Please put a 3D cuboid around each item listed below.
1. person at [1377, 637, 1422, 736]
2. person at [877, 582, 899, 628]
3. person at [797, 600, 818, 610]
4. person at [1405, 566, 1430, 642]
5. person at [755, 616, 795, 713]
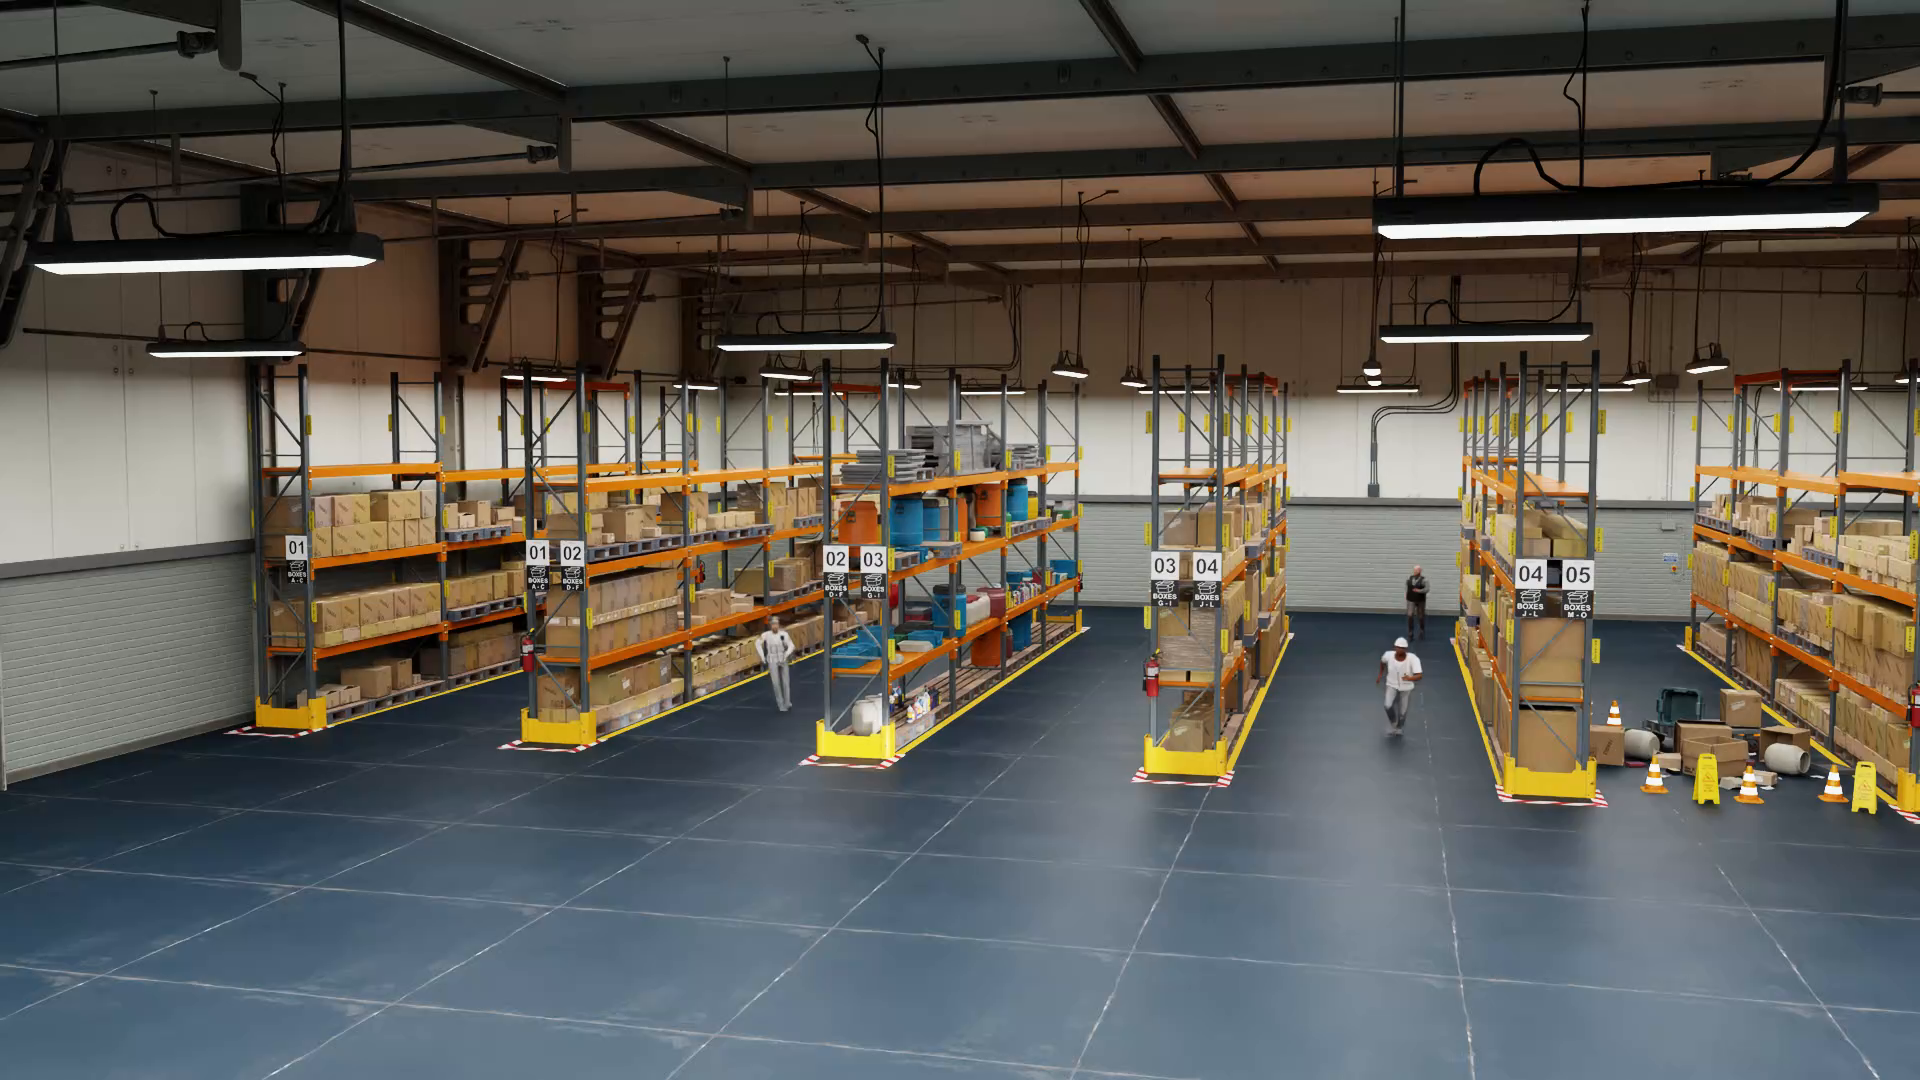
[{"bbox_3d":[6.994,2.343,26.498,0.712,1.621,0.972,1,4,17],"label":"person"},{"bbox_3d":[-1.562,1.584,37.451,0.612,1.690,0.977,0,4,6],"label":"person"},{"bbox_3d":[-3.976,1.246,43.432,0.587,1.555,0.517,1,4,12],"label":"person"},{"bbox_3d":[10.613,1.480,38.630,0.616,1.780,0.852,2,4,28],"label":"person"},{"bbox_3d":[-3.219,2.158,29.061,0.684,1.692,0.643,-1,4,-12],"label":"person"}]
